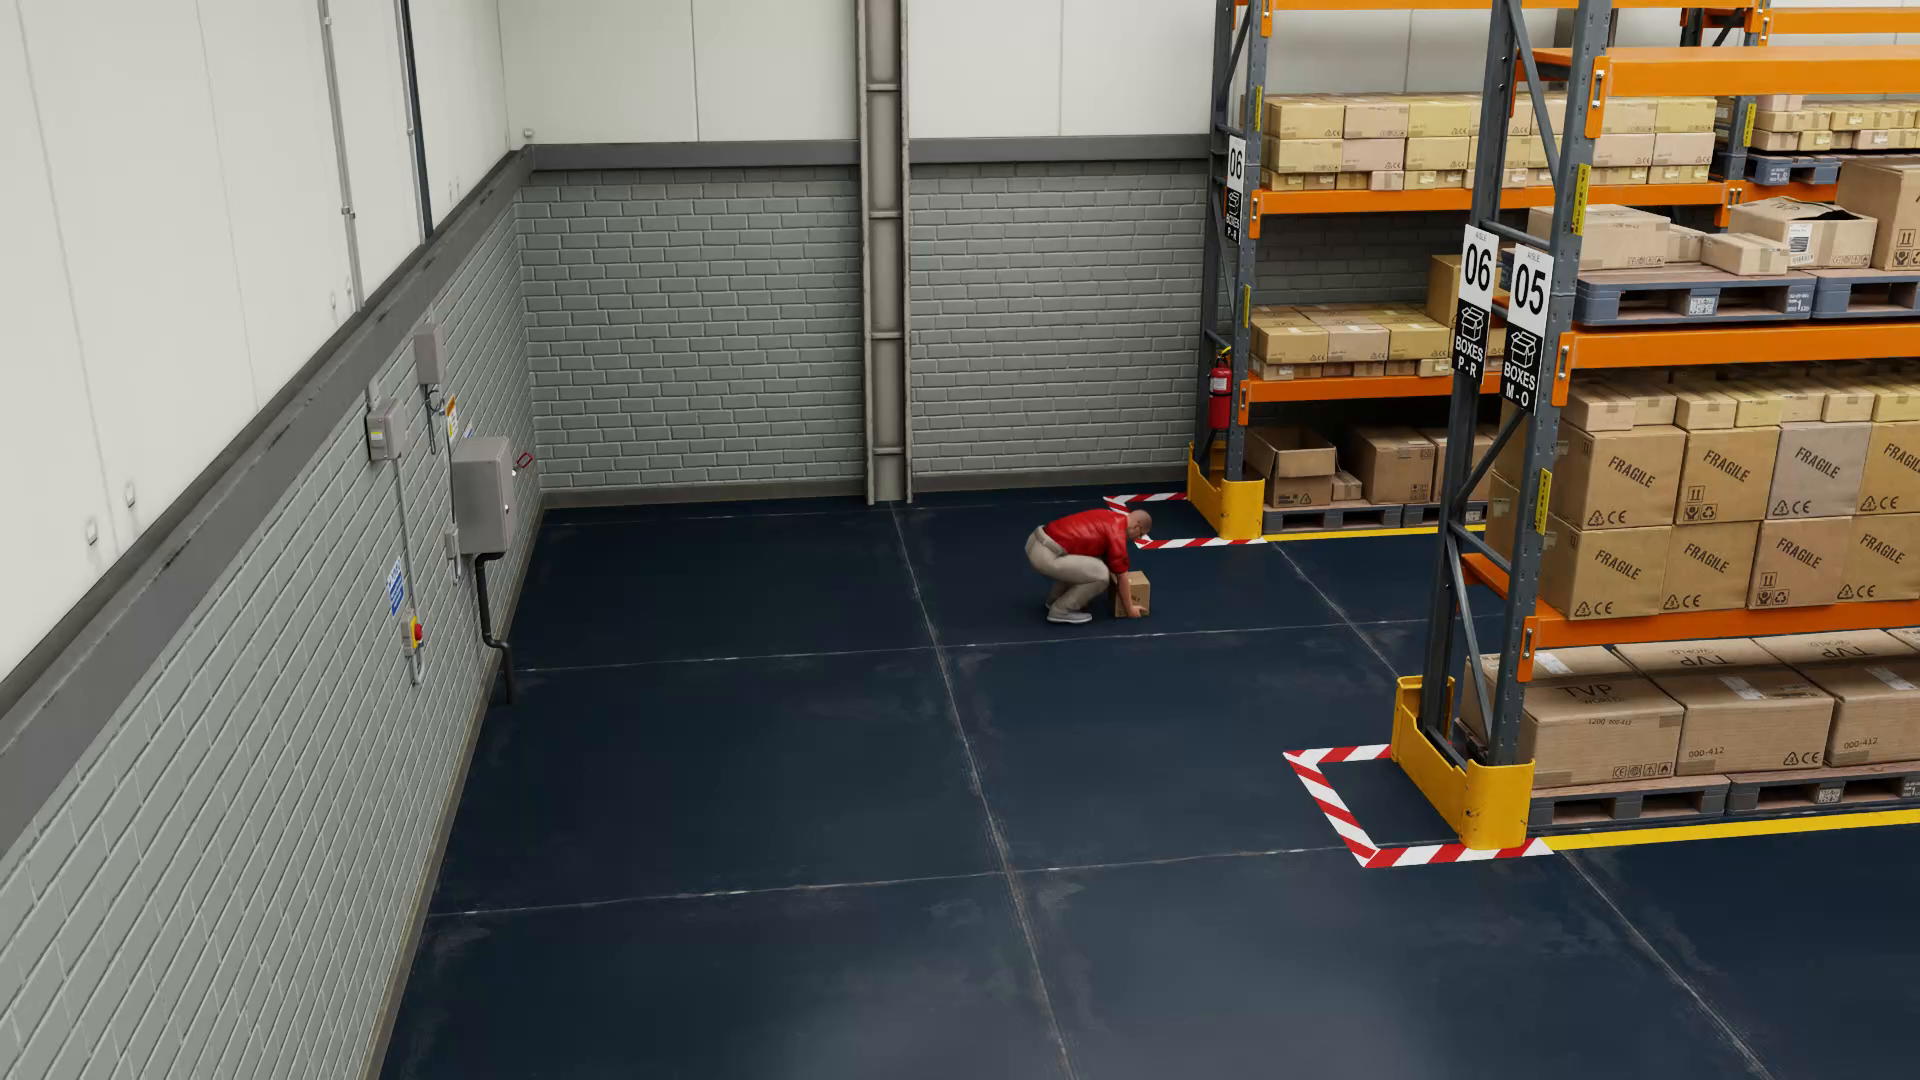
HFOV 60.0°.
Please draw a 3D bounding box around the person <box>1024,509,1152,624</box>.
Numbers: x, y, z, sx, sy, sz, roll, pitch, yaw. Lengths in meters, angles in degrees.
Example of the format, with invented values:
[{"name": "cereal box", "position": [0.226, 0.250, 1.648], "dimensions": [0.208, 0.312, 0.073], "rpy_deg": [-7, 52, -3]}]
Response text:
[{"name": "person", "position": [0.934, 0.182, 12.041], "dimensions": [0.935, 0.786, 0.523], "rpy_deg": [-3, 20, -9]}]
